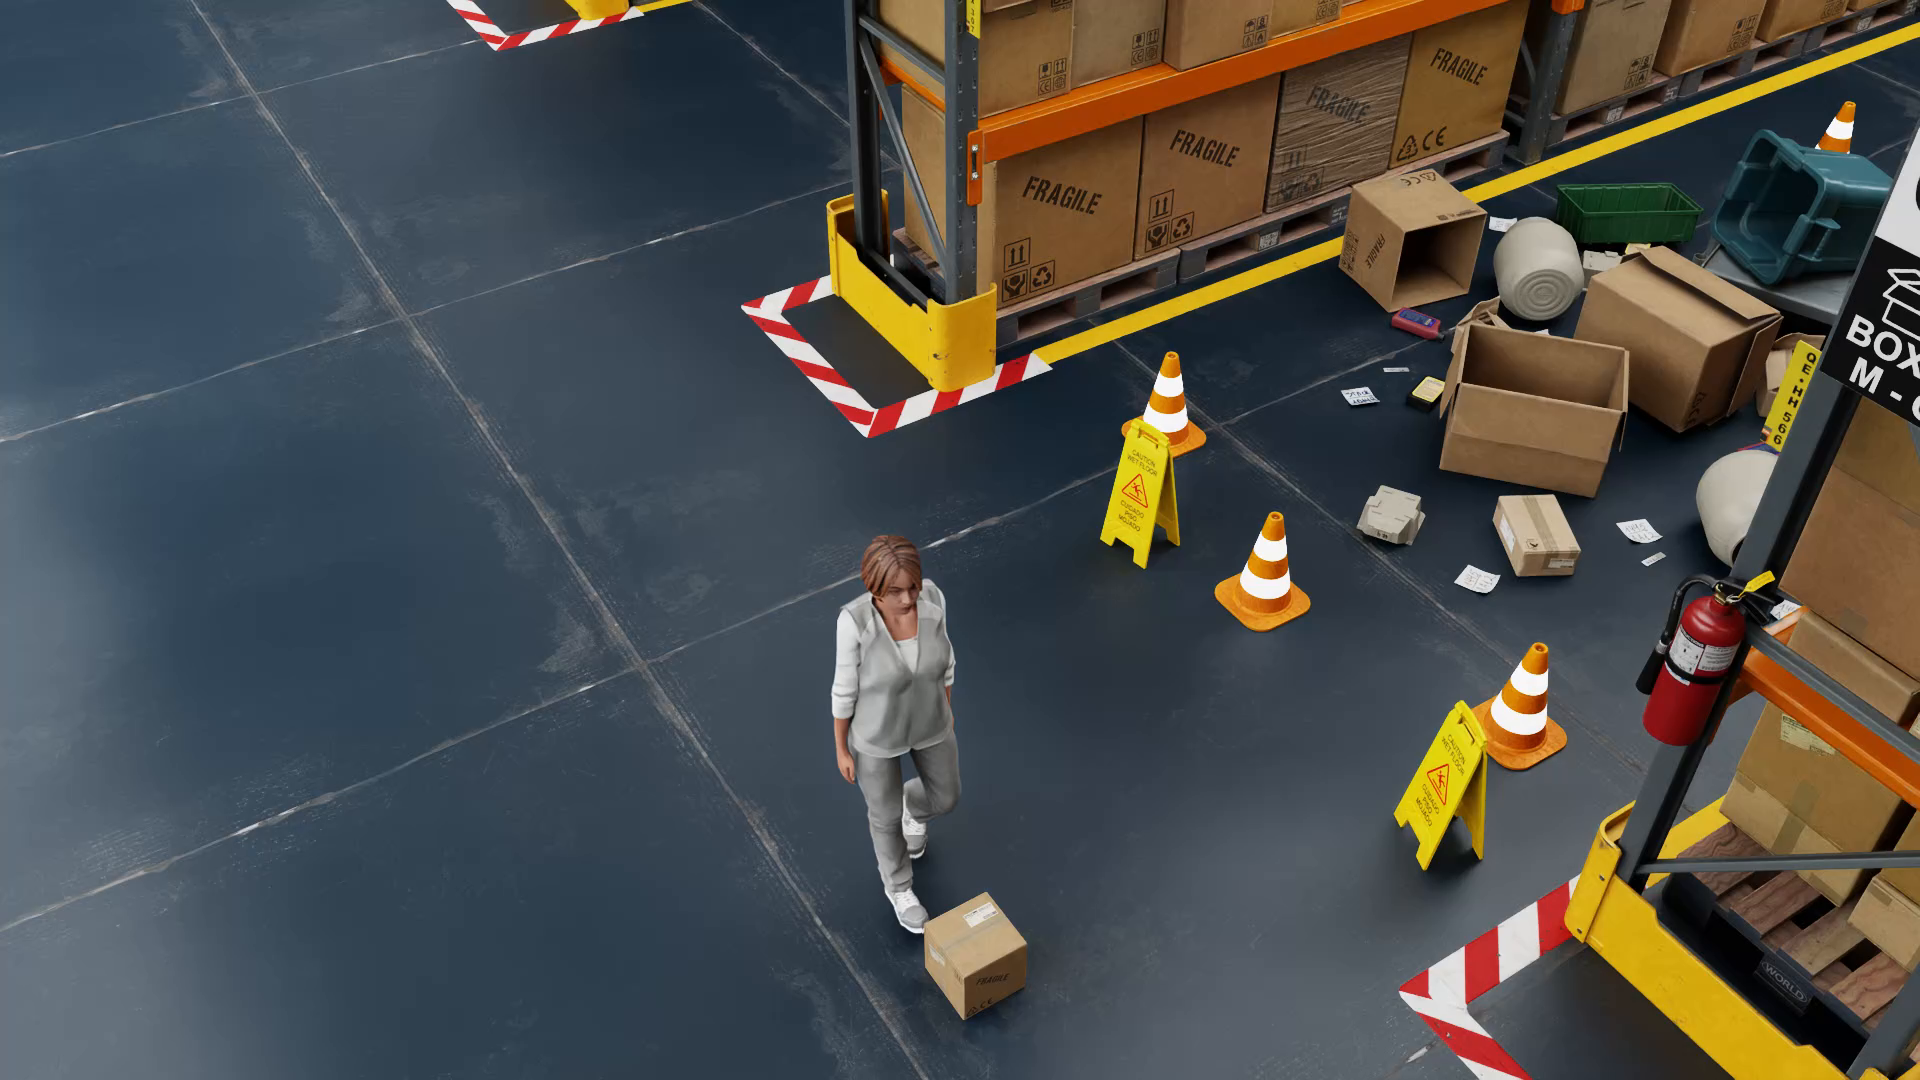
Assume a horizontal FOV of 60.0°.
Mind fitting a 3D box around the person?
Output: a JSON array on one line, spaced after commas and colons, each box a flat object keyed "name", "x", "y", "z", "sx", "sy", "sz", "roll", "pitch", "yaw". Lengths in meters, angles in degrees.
[{"name": "person", "x": -0.206, "y": 0.622, "z": 5.450, "sx": 0.446, "sy": 1.576, "sz": 0.530, "roll": -16, "pitch": 44, "yaw": -17}]
